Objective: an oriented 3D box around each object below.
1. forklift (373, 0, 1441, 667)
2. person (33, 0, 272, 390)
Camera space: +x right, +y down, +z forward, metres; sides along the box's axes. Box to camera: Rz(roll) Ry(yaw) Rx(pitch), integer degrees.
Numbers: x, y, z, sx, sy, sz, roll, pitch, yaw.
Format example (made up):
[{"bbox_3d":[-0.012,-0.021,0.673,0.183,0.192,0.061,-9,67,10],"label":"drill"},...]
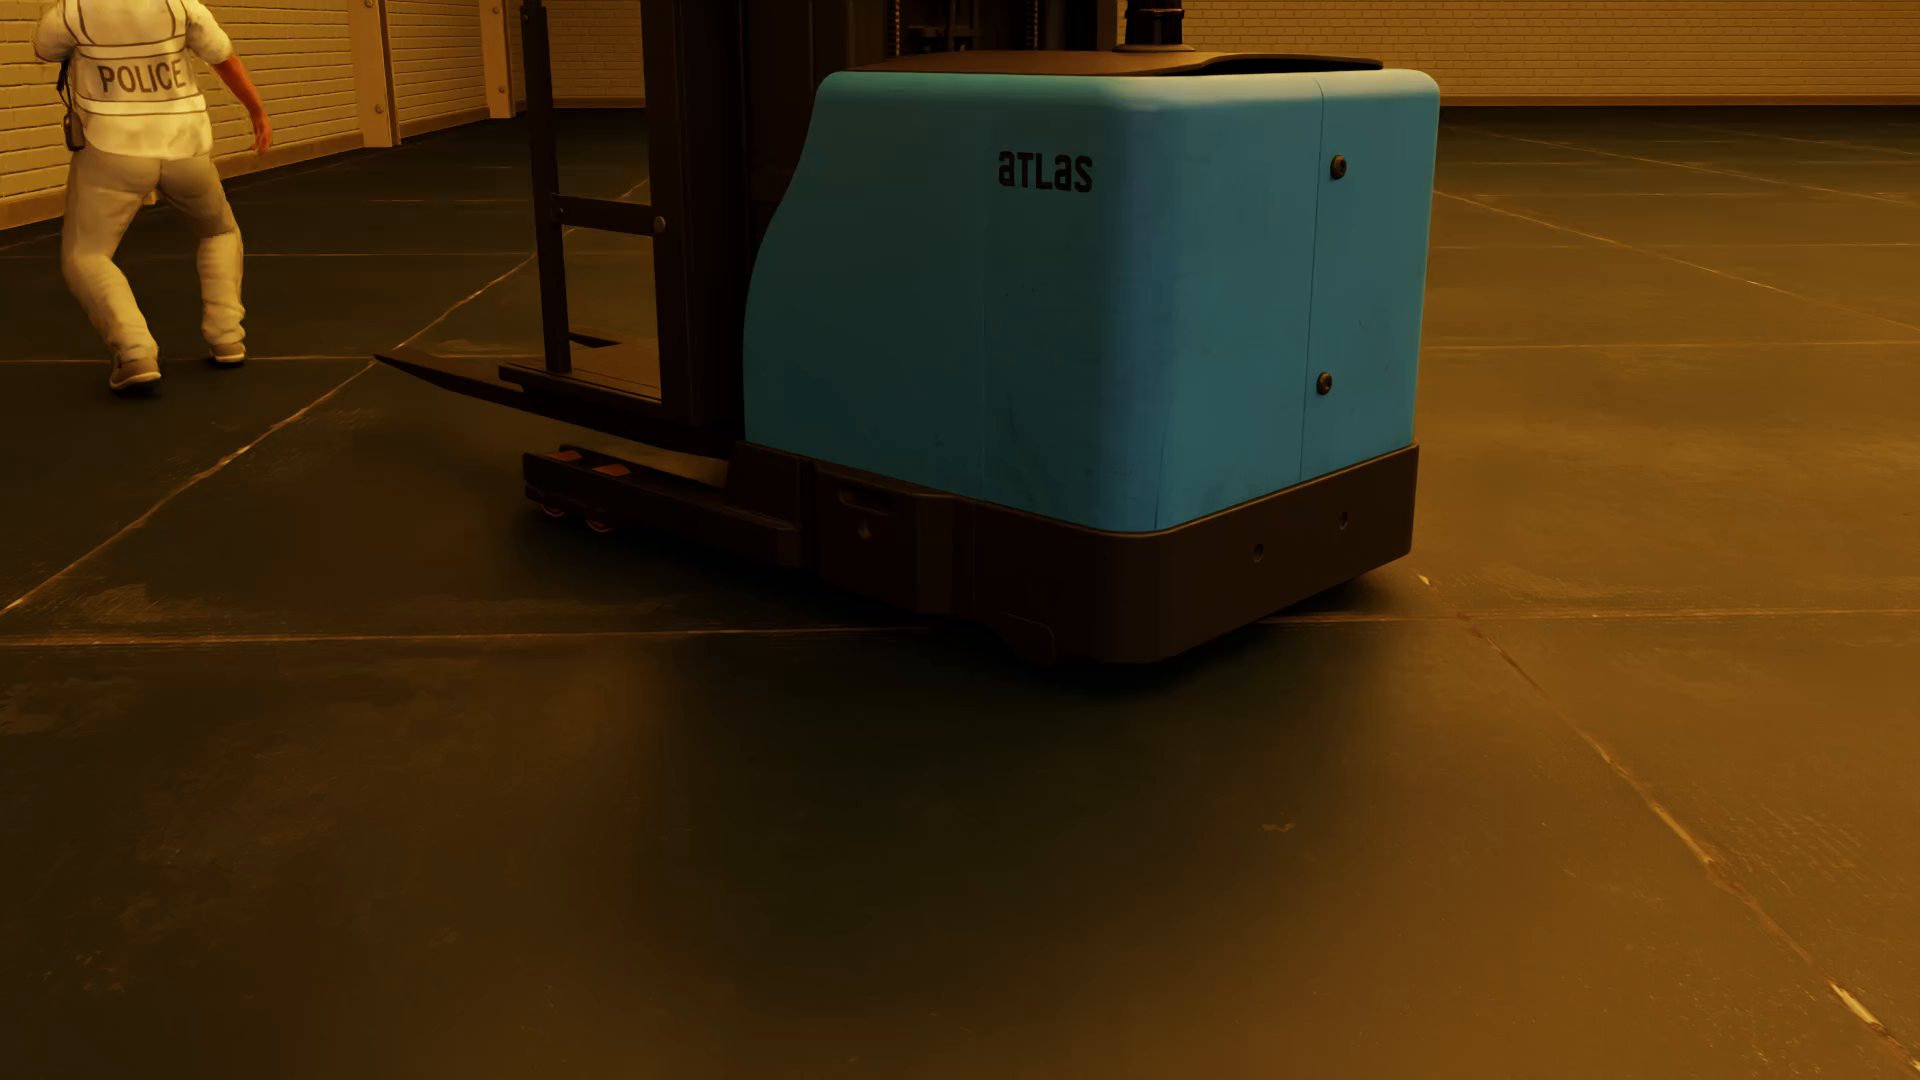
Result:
[{"bbox_3d":[-0.435,-1.515,3.859,3.031,2.935,1.130,16,23,41],"label":"forklift"},{"bbox_3d":[-2.731,-1.341,5.676,0.837,1.519,0.789,14,22,38],"label":"person"}]
